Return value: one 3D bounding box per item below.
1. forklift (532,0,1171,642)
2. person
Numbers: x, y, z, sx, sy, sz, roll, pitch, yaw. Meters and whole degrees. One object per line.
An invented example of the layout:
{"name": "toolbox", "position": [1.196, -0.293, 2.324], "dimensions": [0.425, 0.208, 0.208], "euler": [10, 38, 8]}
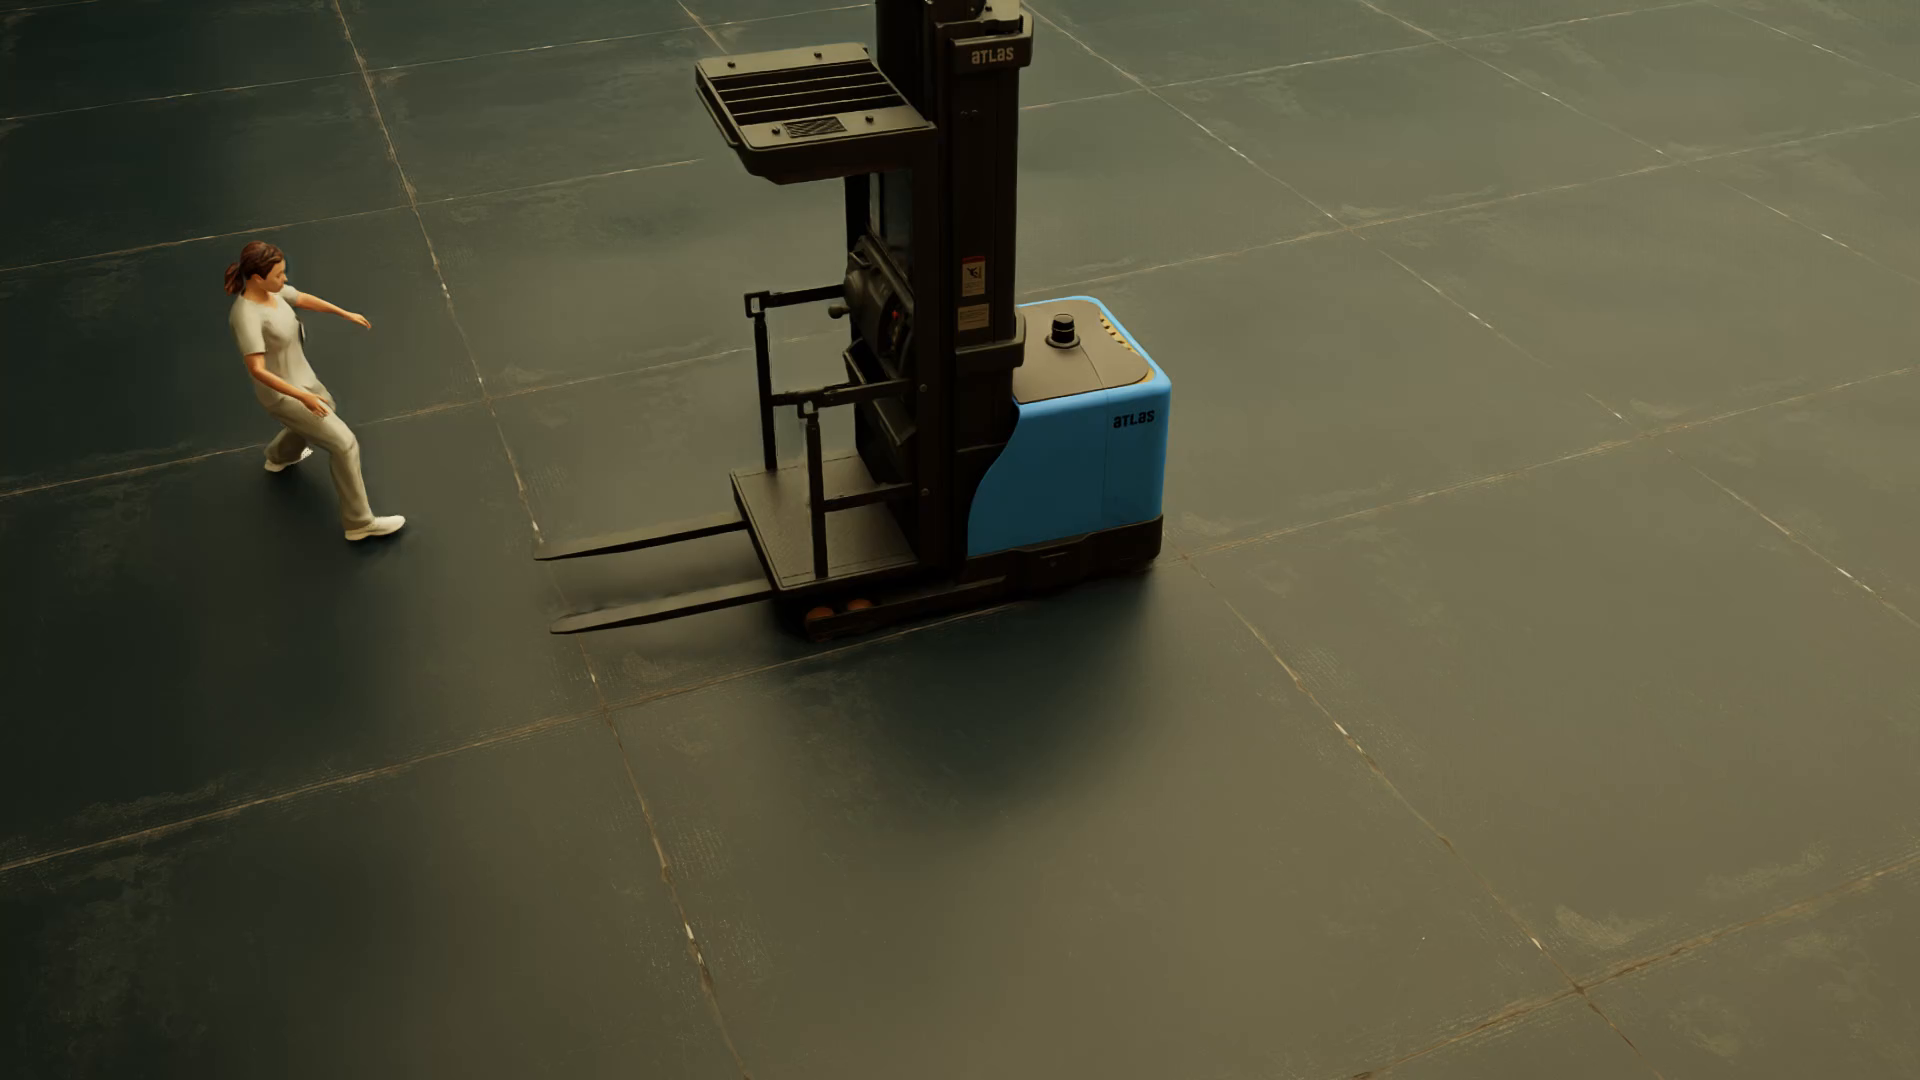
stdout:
{"name": "forklift", "position": [-0.558, -1.054, 7.580], "dimensions": [3.031, 2.935, 1.130], "euler": [-11, 37, -15]}
{"name": "person", "position": [-3.355, -0.833, 8.539], "dimensions": [0.904, 1.531, 0.958], "euler": [-2, 35, -2]}
